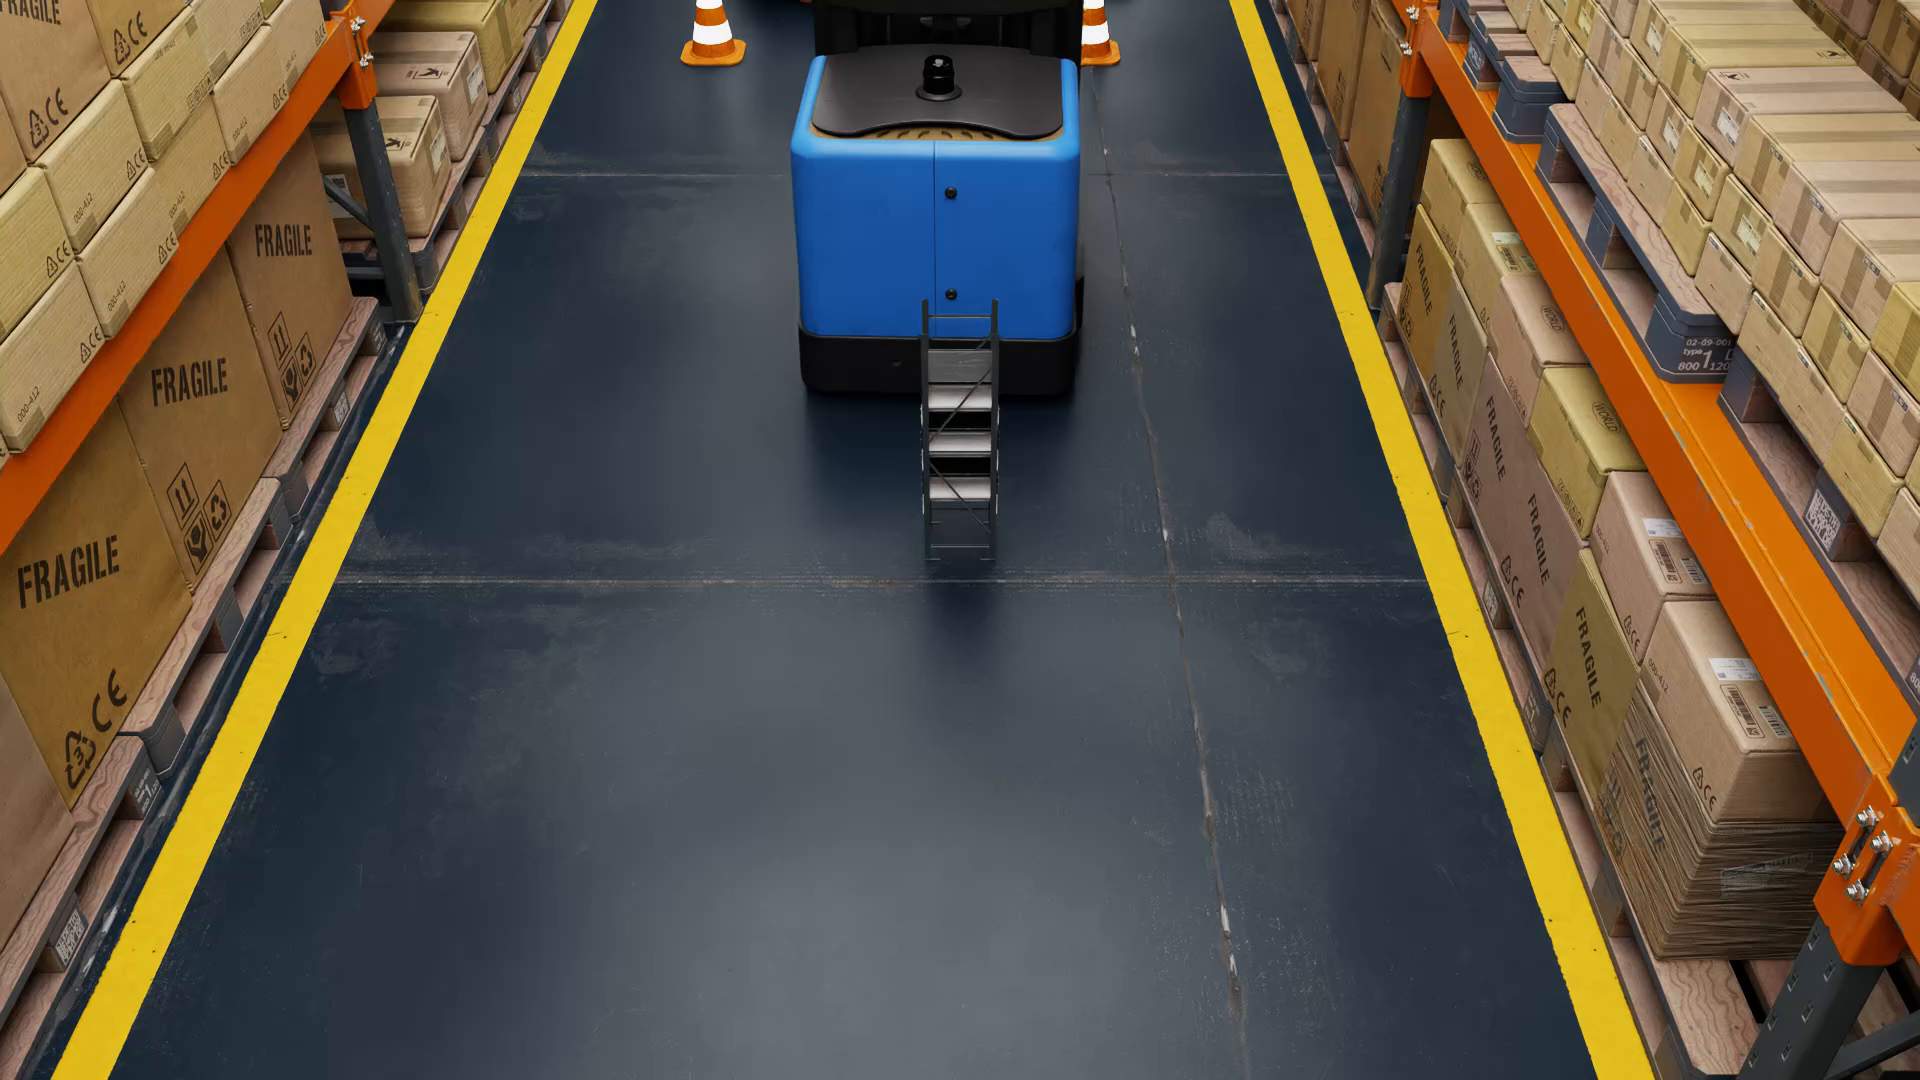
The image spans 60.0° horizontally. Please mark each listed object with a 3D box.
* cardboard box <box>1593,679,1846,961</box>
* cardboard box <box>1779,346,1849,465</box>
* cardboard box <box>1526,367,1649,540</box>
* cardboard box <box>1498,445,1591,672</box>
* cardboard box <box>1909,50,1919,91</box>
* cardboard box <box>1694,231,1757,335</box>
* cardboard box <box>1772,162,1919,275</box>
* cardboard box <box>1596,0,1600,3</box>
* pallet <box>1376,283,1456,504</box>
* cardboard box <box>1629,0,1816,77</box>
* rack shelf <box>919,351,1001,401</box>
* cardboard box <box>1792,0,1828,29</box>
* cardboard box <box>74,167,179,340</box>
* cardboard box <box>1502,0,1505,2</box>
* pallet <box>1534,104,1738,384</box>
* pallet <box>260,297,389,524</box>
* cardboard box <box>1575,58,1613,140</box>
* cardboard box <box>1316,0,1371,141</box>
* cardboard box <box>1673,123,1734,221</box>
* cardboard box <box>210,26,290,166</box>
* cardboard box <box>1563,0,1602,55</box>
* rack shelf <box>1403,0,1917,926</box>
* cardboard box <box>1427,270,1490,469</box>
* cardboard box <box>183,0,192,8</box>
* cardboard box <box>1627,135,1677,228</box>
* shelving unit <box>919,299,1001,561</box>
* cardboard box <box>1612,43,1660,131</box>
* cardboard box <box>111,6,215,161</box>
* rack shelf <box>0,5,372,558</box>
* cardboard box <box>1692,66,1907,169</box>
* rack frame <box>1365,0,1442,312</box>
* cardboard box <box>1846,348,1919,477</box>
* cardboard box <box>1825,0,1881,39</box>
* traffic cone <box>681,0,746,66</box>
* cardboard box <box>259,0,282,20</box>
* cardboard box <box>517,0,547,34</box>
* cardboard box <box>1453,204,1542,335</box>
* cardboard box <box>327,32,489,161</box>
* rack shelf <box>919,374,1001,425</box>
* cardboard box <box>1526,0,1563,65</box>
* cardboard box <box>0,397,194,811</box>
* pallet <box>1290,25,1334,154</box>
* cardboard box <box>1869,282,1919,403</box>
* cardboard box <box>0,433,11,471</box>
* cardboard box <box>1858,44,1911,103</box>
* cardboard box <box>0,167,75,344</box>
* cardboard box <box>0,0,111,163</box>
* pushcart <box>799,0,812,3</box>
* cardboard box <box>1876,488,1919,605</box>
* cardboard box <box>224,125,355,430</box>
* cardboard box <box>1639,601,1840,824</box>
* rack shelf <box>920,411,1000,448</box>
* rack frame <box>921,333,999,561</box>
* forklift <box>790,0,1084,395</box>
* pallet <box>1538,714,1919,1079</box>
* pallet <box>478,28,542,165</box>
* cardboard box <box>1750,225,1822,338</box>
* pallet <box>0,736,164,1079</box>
[{"bbox_3d":[1.963,0.690,4.153,0.500,0.500,0.500,-1,39,-1],"label":"cardboard box"},{"bbox_3d":[2.018,-0.291,3.579,0.380,0.149,0.250,0,39,0],"label":"cardboard box"},{"bbox_3d":[1.960,-0.257,4.736,0.500,0.250,0.500,-2,39,-2],"label":"cardboard box"},{"bbox_3d":[1.967,0.049,4.953,0.500,0.500,0.500,-1,39,-1],"label":"cardboard box"},{"bbox_3d":[2.669,-1.180,4.213,0.380,0.149,0.250,1,39,1],"label":"cardboard box"},{"bbox_3d":[2.012,-0.621,3.992,0.380,0.149,0.250,-2,39,-2],"label":"cardboard box"},{"bbox_3d":[2.020,-0.701,3.616,0.380,0.149,0.250,0,39,0],"label":"cardboard box"},{"bbox_3d":[2.017,-1.682,4.839,0.380,0.149,0.250,-2,39,-2],"label":"cardboard box"},{"bbox_3d":[2.211,-0.583,6.309,1.003,0.211,1.213,0,39,0],"label":"pallet"},{"bbox_3d":[2.021,-1.347,4.421,0.380,0.149,0.250,1,39,1],"label":"cardboard box"},{"bbox_3d":[0.000,-0.531,5.314,0.258,0.077,0.200,0,39,0],"label":"rack shelf"},{"bbox_3d":[2.672,-1.545,4.907,0.380,0.149,0.250,0,39,0],"label":"cardboard box"},{"bbox_3d":[-2.448,-0.765,4.426,0.500,0.250,0.500,-1,39,-1],"label":"cardboard box"},{"bbox_3d":[2.010,-1.946,5.644,0.380,0.149,0.250,-1,39,-1],"label":"cardboard box"},{"bbox_3d":[2.255,-0.847,4.562,1.003,0.211,1.213,0,39,0],"label":"pallet"},{"bbox_3d":[-2.813,-0.512,6.220,1.003,0.211,1.213,0,39,0],"label":"pallet"},{"bbox_3d":[2.016,-1.274,4.806,0.380,0.149,0.250,1,39,1],"label":"cardboard box"},{"bbox_3d":[2.296,-2.373,7.776,1.050,0.750,0.750,1,39,1],"label":"cardboard box"},{"bbox_3d":[2.013,-0.913,4.118,0.380,0.149,0.250,0,39,0],"label":"cardboard box"},{"bbox_3d":[-2.462,-1.399,5.217,0.500,0.250,0.500,1,39,1],"label":"cardboard box"},{"bbox_3d":[2.018,-1.545,4.907,0.380,0.149,0.250,0,39,0],"label":"cardboard box"},{"bbox_3d":[2.214,-0.628,4.711,1.077,0.370,4.000,0,39,0],"label":"rack shelf"},{"bbox_3d":[1.961,-0.591,5.752,0.500,0.500,0.500,0,39,0],"label":"cardboard box"},{"bbox_3d":[-2.467,-1.878,4.816,0.500,0.500,0.500,1,39,1],"label":"cardboard box"},{"bbox_3d":[2.013,-0.954,4.407,0.380,0.149,0.250,-1,39,-2],"label":"cardboard box"},{"bbox_3d":[0.000,-0.346,5.462,0.258,0.900,0.210,0,39,0],"label":"shelving unit"},{"bbox_3d":[2.014,-1.234,4.518,0.380,0.149,0.250,0,39,0],"label":"cardboard box"},{"bbox_3d":[-2.459,-1.286,4.676,0.500,0.250,0.500,-1,39,-1],"label":"cardboard box"},{"bbox_3d":[-2.736,-0.562,4.627,1.077,0.370,4.000,0,39,0],"label":"rack shelf"},{"bbox_3d":[2.020,-1.022,4.016,0.380,0.149,0.250,-2,39,-2],"label":"cardboard box"},{"bbox_3d":[2.211,-2.160,6.046,1.000,3.000,0.127,0,39,0],"label":"rack frame"},{"bbox_3d":[2.017,-0.254,3.295,0.380,0.149,0.250,0,39,0],"label":"cardboard box"},{"bbox_3d":[2.667,-1.513,4.629,0.380,0.149,0.250,0,39,0],"label":"cardboard box"},{"bbox_3d":[-1.342,-2.830,8.911,0.336,0.463,0.334,0,39,0],"label":"traffic cone"},{"bbox_3d":[-2.484,-1.927,5.476,0.500,0.250,0.500,0,39,0],"label":"cardboard box"},{"bbox_3d":[-2.736,-2.955,8.805,0.950,0.372,0.625,2,39,3],"label":"cardboard box"},{"bbox_3d":[1.971,-0.892,5.528,0.500,0.250,0.500,0,39,-1],"label":"cardboard box"},{"bbox_3d":[-2.738,-2.046,7.670,0.950,0.372,0.625,-1,39,-1],"label":"cardboard box"},{"bbox_3d":[0.000,-0.461,5.371,0.258,0.077,0.200,0,39,0],"label":"rack shelf"},{"bbox_3d":[2.011,-1.609,5.224,0.380,0.149,0.250,2,39,2],"label":"cardboard box"},{"bbox_3d":[-2.823,0.121,4.564,0.875,0.875,0.875,1,39,1],"label":"cardboard box"},{"bbox_3d":[2.287,-2.326,8.483,1.003,0.211,1.213,0,39,0],"label":"pallet"},{"bbox_3d":[2.019,-0.375,3.209,0.380,0.149,0.250,-1,39,-1],"label":"cardboard box"},{"bbox_3d":[-2.472,-0.132,3.636,0.500,0.250,0.500,-1,39,-1],"label":"cardboard box"},{"bbox_3d":[2.671,-1.226,4.509,0.380,0.149,0.250,1,39,1],"label":"cardboard box"},{"bbox_3d":[-2.455,-0.645,3.877,0.500,0.250,0.500,0,39,1],"label":"cardboard box"},{"bbox_3d":[-2.480,-1.251,4.033,0.500,0.500,0.500,-1,39,-1],"label":"cardboard box"},{"bbox_3d":[-0.463,-3.604,9.946,1.648,0.377,0.936,-13,40,-16],"label":"pushcart"},{"bbox_3d":[2.018,0.028,3.182,0.380,0.149,0.250,-1,39,-1],"label":"cardboard box"},{"bbox_3d":[-2.821,-0.996,5.957,0.875,0.875,0.875,0,39,0],"label":"cardboard box"},{"bbox_3d":[1.962,0.395,3.922,0.500,0.250,0.500,-1,39,-1],"label":"cardboard box"},{"bbox_3d":[0.000,-0.390,5.427,0.258,0.077,0.200,0,39,0],"label":"rack shelf"},{"bbox_3d":[0.000,-0.282,5.383,0.240,0.900,0.006,0,39,0],"label":"rack frame"},{"bbox_3d":[-0.038,-2.593,6.642,1.130,2.935,3.031,1,39,2],"label":"forklift"},{"bbox_3d":[2.214,0.943,4.405,1.003,0.211,1.213,0,39,0],"label":"pallet"},{"bbox_3d":[-2.736,-2.255,8.395,1.003,0.211,1.213,0,39,0],"label":"pallet"},{"bbox_3d":[2.015,-0.580,3.702,0.380,0.149,0.250,-1,39,-2],"label":"cardboard box"},{"bbox_3d":[-2.810,1.014,4.316,1.003,0.211,1.213,0,39,0],"label":"pallet"}]
